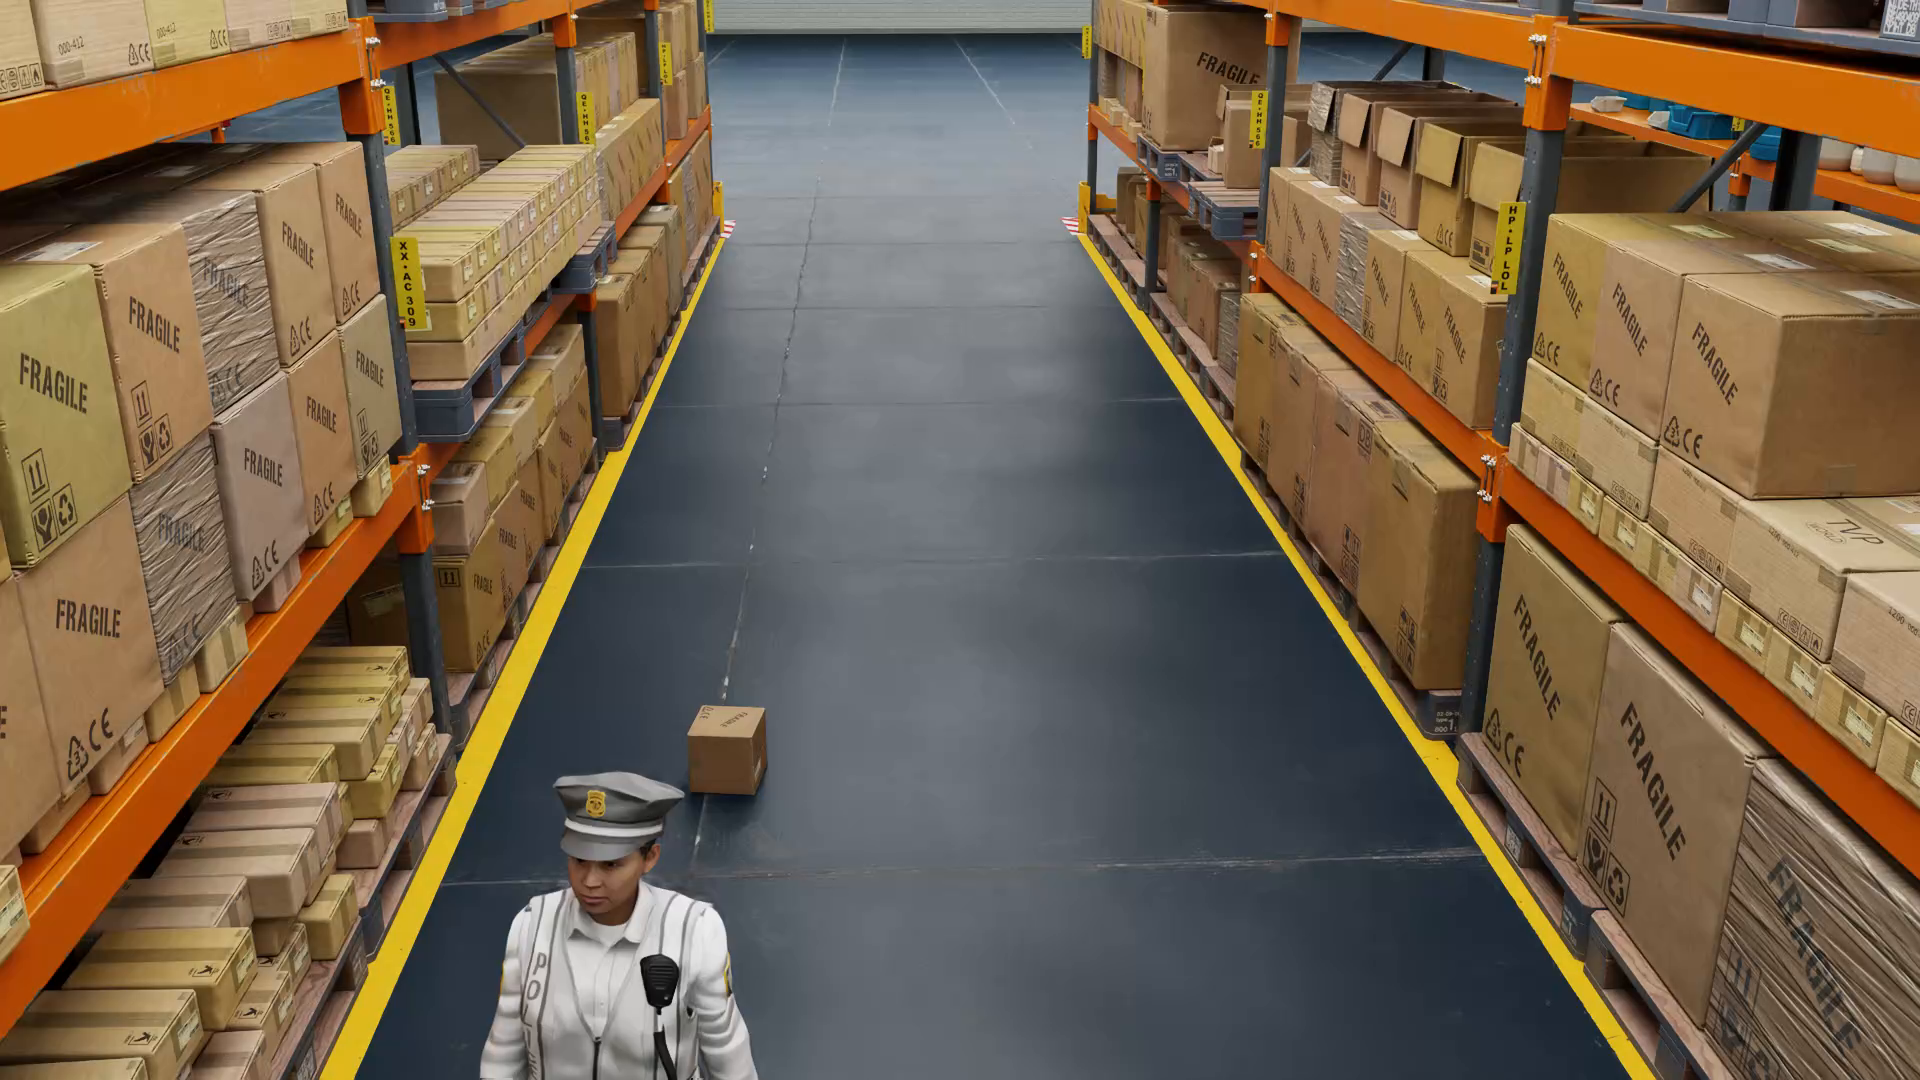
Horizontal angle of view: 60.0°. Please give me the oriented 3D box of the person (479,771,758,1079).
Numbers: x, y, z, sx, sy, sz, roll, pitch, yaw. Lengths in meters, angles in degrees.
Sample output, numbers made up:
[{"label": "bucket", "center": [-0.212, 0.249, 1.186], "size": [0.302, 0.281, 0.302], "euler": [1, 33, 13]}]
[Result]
[{"label": "person", "center": [-0.687, 1.213, 3.293], "size": [0.521, 1.632, 1.012], "euler": [3, 21, 7]}]
